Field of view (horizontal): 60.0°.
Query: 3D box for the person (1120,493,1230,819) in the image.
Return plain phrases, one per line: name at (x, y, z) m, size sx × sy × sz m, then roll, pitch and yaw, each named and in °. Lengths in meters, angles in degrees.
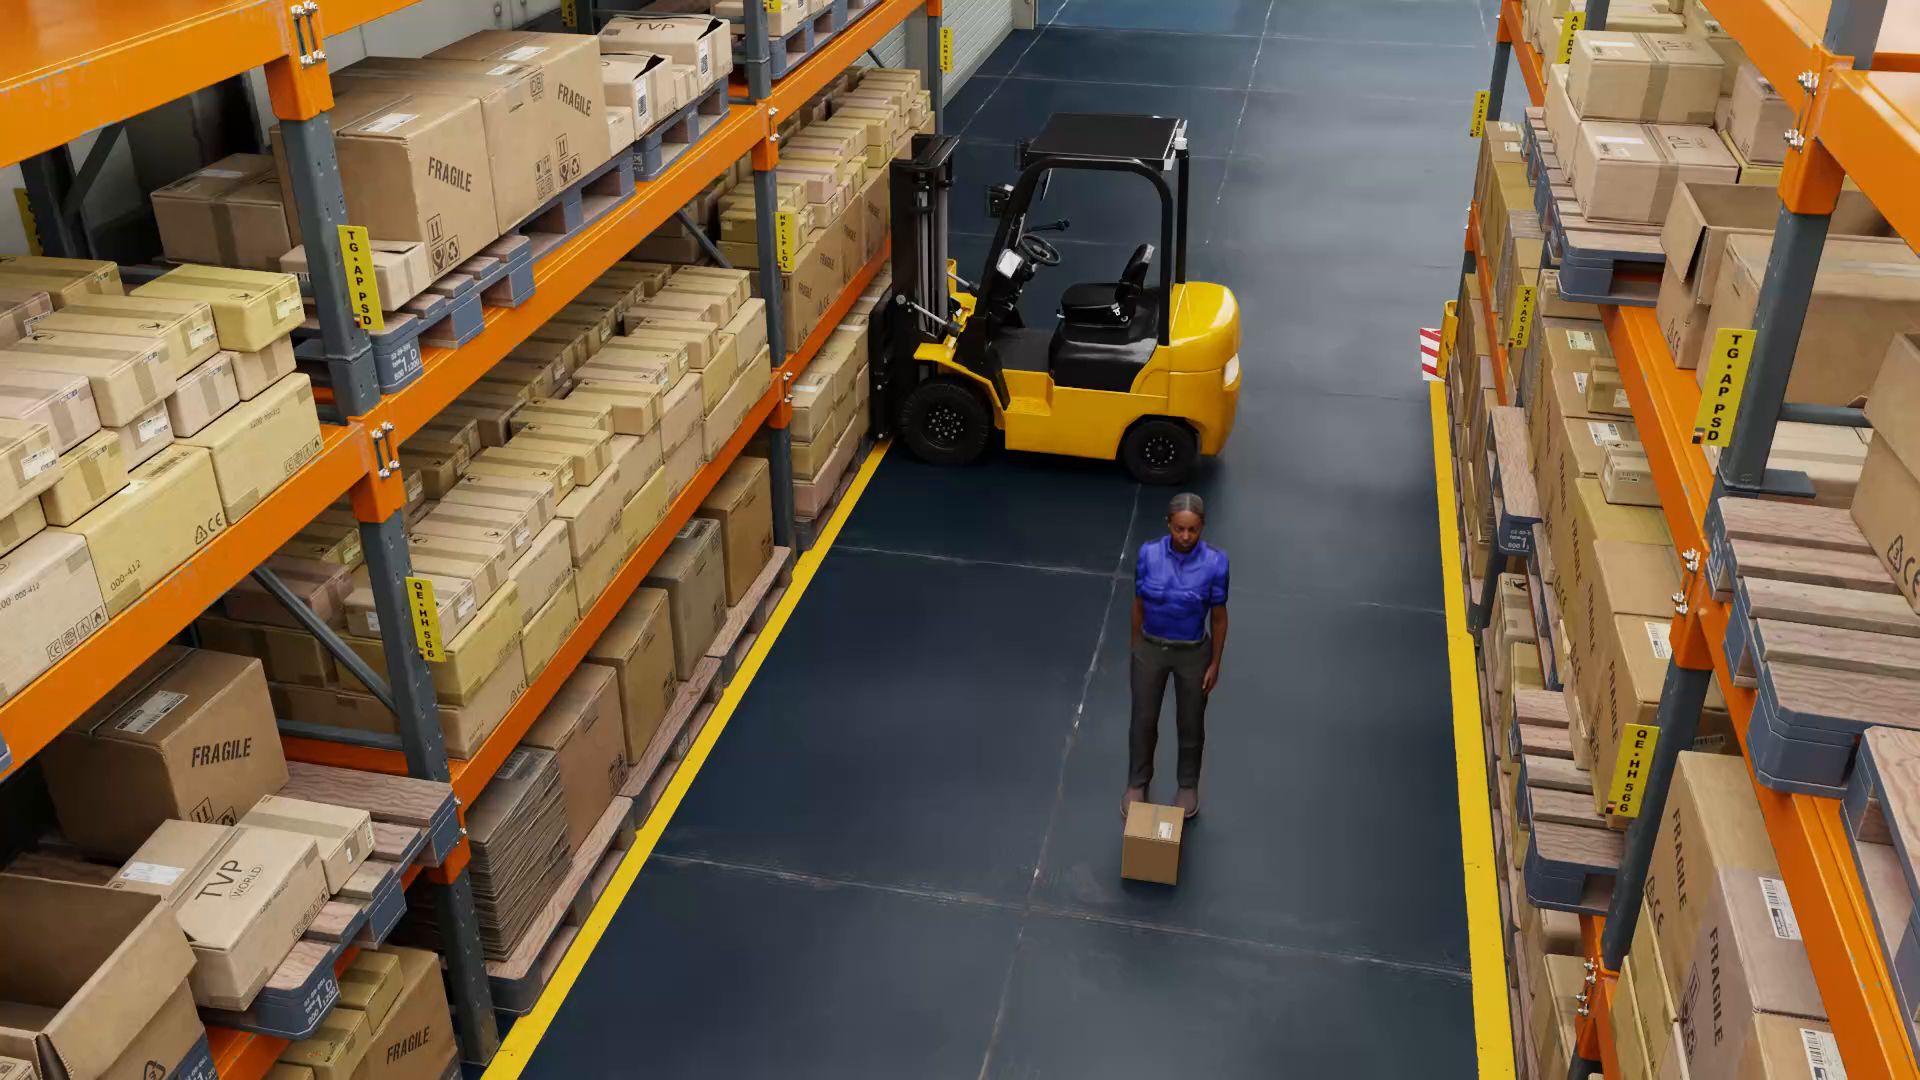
person at (0.989, 0.546, 7.632) m, size 0.439 × 1.665 × 0.350 m, roll 6°, pitch 30°, yaw 11°
